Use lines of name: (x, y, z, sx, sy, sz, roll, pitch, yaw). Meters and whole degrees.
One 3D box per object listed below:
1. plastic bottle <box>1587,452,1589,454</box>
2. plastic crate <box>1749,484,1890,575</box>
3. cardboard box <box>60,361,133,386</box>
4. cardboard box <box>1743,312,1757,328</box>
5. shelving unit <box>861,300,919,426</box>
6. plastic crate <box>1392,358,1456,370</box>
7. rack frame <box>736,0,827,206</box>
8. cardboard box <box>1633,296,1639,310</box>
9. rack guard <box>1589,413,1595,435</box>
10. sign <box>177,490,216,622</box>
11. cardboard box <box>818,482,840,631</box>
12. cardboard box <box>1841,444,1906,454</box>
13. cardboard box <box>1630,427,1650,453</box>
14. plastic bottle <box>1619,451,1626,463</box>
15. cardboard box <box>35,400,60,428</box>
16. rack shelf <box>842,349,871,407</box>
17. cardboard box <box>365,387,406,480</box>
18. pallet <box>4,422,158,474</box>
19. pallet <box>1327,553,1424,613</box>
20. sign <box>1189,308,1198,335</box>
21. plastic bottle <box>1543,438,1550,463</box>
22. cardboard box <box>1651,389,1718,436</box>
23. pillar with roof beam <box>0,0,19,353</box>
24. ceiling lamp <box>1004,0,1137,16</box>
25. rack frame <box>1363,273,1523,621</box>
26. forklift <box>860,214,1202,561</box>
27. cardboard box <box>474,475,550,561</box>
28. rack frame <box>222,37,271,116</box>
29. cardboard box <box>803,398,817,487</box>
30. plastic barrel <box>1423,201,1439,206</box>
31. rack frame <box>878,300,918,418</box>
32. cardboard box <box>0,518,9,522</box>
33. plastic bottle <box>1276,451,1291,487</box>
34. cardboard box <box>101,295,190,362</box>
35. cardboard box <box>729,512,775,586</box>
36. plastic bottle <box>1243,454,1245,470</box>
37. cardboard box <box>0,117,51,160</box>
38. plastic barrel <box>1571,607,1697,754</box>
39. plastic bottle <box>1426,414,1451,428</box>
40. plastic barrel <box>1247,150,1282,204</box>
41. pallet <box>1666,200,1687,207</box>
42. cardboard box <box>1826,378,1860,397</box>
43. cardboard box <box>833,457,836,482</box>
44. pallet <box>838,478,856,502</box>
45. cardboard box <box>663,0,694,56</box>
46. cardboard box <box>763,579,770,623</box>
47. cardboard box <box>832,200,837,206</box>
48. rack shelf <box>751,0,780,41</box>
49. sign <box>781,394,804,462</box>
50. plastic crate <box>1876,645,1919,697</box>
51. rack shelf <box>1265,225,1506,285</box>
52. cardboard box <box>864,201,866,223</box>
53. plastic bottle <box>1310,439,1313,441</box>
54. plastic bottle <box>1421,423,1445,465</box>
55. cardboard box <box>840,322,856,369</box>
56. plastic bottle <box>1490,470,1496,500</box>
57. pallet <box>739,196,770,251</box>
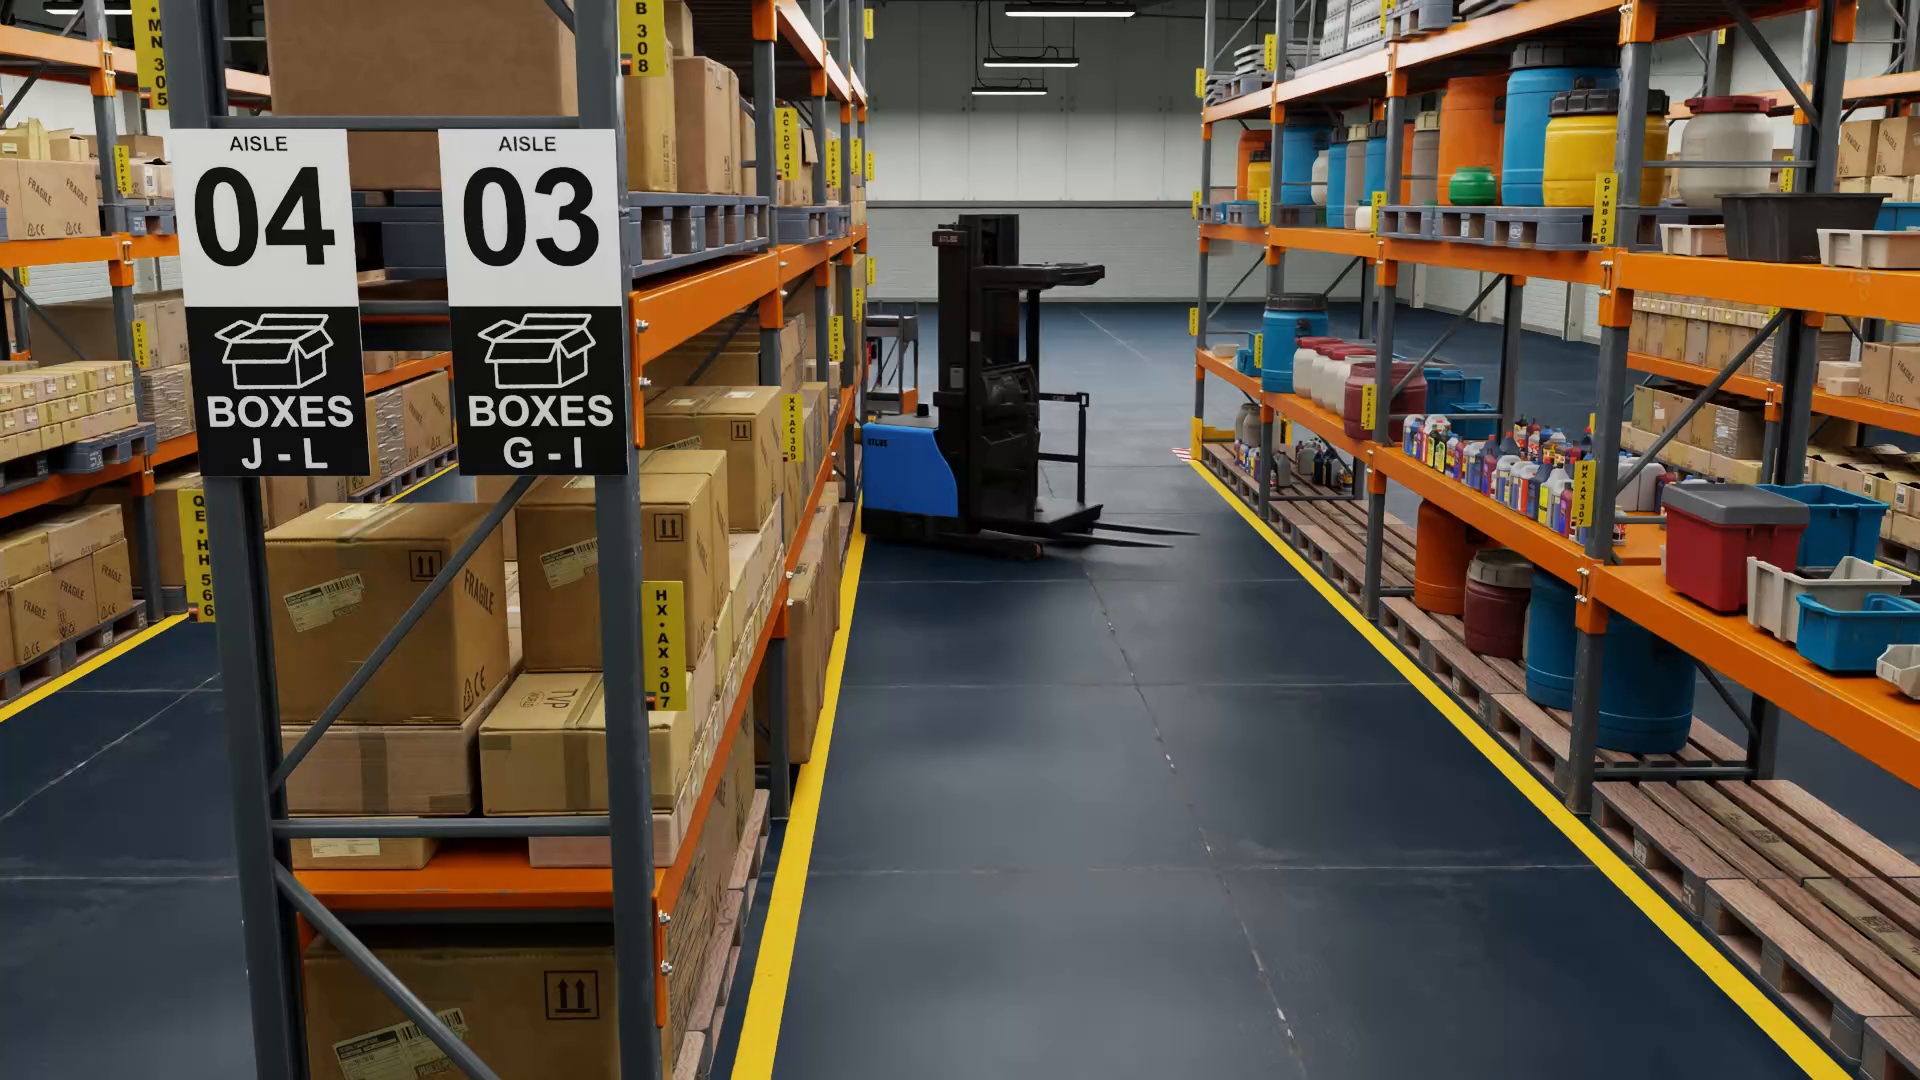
plastic bottle: (3.916, -0.460, 10.268, 0.061, 0.283, 0.133, 0, 11, -1)
plastic crate: (3.945, -0.022, 7.703, 0.392, 0.384, 0.575, 0, 11, -1)
cardboard box: (-5.933, -1.145, 11.428, 0.380, 0.149, 0.250, -1, 11, -3)
cardboard box: (8.150, -2.223, 16.779, 0.380, 0.149, 0.250, -1, 11, -3)
shelving unit: (-0.673, -1.241, 16.078, 0.431, 2.100, 0.503, 4, 12, 15)
plastic crate: (3.784, -1.241, 13.660, 0.402, 0.464, 0.583, 0, 11, -1)
rack frame: (-1.440, -3.807, 11.380, 1.000, 3.000, 0.127, 0, 11, -1)
cardboard box: (8.091, -2.785, 19.549, 0.380, 0.149, 0.250, 0, 11, -2)
rack guard: (8.298, -1.276, 20.284, 1.175, 0.500, 0.348, 0, 11, -1)
sign: (-1.818, 0.040, 4.002, 0.100, 0.325, 0.005, 0, 11, -1)
cardboard box: (-1.447, 0.106, 11.469, 1.225, 0.875, 0.875, -1, 11, -4)
cardboard box: (8.676, -0.755, 15.878, 0.500, 0.311, 0.500, 0, 11, -1)
cardboard box: (8.101, -1.148, 19.224, 0.500, 0.250, 0.500, 0, 11, -1)
plastic bottle: (3.964, -0.395, 9.976, 0.097, 0.271, 0.097, 0, 11, 0)
cardboard box: (-5.913, -0.794, 10.445, 0.380, 0.149, 0.250, 0, 11, -2)
rack shelf: (-1.564, -1.707, 17.927, 1.077, 0.370, 4.000, 0, 11, -1)
cardboard box: (-6.450, -1.130, 17.565, 0.875, 0.875, 0.875, 0, 11, -1)
pallet: (-6.280, -0.631, 11.298, 1.213, 0.211, 1.003, 0, 11, -1)
pallet: (3.534, 0.326, 13.114, 1.003, 0.211, 1.213, 0, 11, -1)
sign: (2.796, -2.611, 19.881, 0.100, 0.325, 0.005, 0, 11, -1)
plastic bottle: (3.941, -0.584, 11.083, 0.097, 0.201, 0.097, 0, 11, 0)
cardboard box: (8.123, -1.416, 18.660, 0.500, 0.500, 0.500, 0, 11, -1)
pillar with roof beam: (-13.307, -7.596, 30.058, 9.100, 9.000, 0.548, 0, 11, -1)
ceiling lamp: (1.678, -9.618, 25.347, 2.000, 3.185, 0.800, 0, 11, -1)
rack frame: (3.511, -0.887, 12.077, 1.000, 3.000, 0.127, 0, 11, -1)
forklift: (0.623, -1.372, 14.640, 3.031, 2.935, 1.130, 7, 13, 30)
cardboard box: (-1.586, -0.213, 6.501, 0.500, 0.500, 0.500, -1, 11, -3)
rack frame: (-6.484, -4.601, 15.298, 1.000, 3.000, 0.127, 0, 11, -1)
cardboard box: (-1.164, -0.616, 10.491, 0.500, 0.500, 0.500, -1, 11, -3)
plastic barrel: (3.455, -2.330, 12.035, 0.294, 0.245, 0.294, 0, 11, 0)
rack frame: (-0.608, -1.288, 16.309, 0.400, 2.100, 0.015, 4, 12, 15)
cardboard box: (-6.619, 0.024, 10.930, 0.500, 0.250, 0.500, 0, 11, -2)
plastic bottle: (3.271, -0.727, 16.844, 0.144, 0.351, 0.185, 0, 11, -1)
cardboard box: (-6.425, -1.697, 13.304, 0.700, 0.500, 0.500, 0, 11, -2)
cardboard box: (-1.073, 0.046, 7.108, 0.500, 0.250, 0.500, 0, 11, 1)
plastic bottle: (3.083, -0.852, 17.836, 0.097, 0.201, 0.097, 0, 11, 0)
cardboard box: (-6.108, -2.579, 10.697, 0.396, 0.266, 0.258, 0, 11, -1)
plastic barrel: (3.600, 0.623, 8.858, 0.600, 0.901, 0.708, 0, 11, -1)
plastic bottle: (3.349, -0.739, 11.662, 0.152, 0.276, 0.135, 0, 11, -1)
plastic barrel: (3.497, -4.019, 18.442, 0.600, 0.588, 0.600, 0, 11, 0)
pallet: (8.315, -3.540, 17.831, 1.003, 0.211, 1.213, 0, 11, -1)
cardboard box: (8.195, -1.401, 15.245, 0.380, 0.149, 0.250, 0, 11, -1)
cardboard box: (-1.491, -0.722, 16.495, 0.500, 0.500, 0.500, -1, 11, -3)
pallet: (-1.572, -0.428, 16.830, 1.003, 0.211, 1.213, 0, 11, -1)
cardboard box: (-1.345, -2.026, 6.701, 0.500, 0.250, 0.500, -1, 12, -5)
cardboard box: (-1.008, 0.264, 7.034, 0.380, 0.149, 0.250, 0, 11, 0)
cardboard box: (-1.206, -2.459, 12.662, 0.500, 0.250, 0.500, 0, 11, 0)
rack shelf: (-1.317, -2.065, 5.612, 1.077, 0.370, 4.000, 0, 11, -1)
sign: (-0.803, -0.537, 7.976, 0.100, 0.325, 0.005, 0, 11, -1)
plastic crate: (3.432, 0.470, 5.900, 0.298, 0.136, 0.250, 0, 11, -1)
rack shelf: (3.470, -2.402, 13.810, 1.077, 0.370, 4.000, 0, 11, -1)
cardboard box: (-1.342, -3.758, 19.064, 0.500, 0.250, 0.500, 0, 11, 0)
plastic bottle: (3.843, -0.975, 18.237, 0.061, 0.283, 0.133, 0, 11, 0)
plastic bottle: (3.207, -0.647, 11.205, 0.152, 0.276, 0.135, 0, 11, -1)
cardboard box: (-1.471, -1.946, 16.298, 0.875, 0.500, 0.500, 0, 11, -1)
plastic bottle: (3.207, -0.340, 9.881, 0.097, 0.201, 0.097, 0, 11, 0)
pallet: (-1.351, -1.335, 6.966, 1.003, 0.211, 1.213, 0, 11, -1)
